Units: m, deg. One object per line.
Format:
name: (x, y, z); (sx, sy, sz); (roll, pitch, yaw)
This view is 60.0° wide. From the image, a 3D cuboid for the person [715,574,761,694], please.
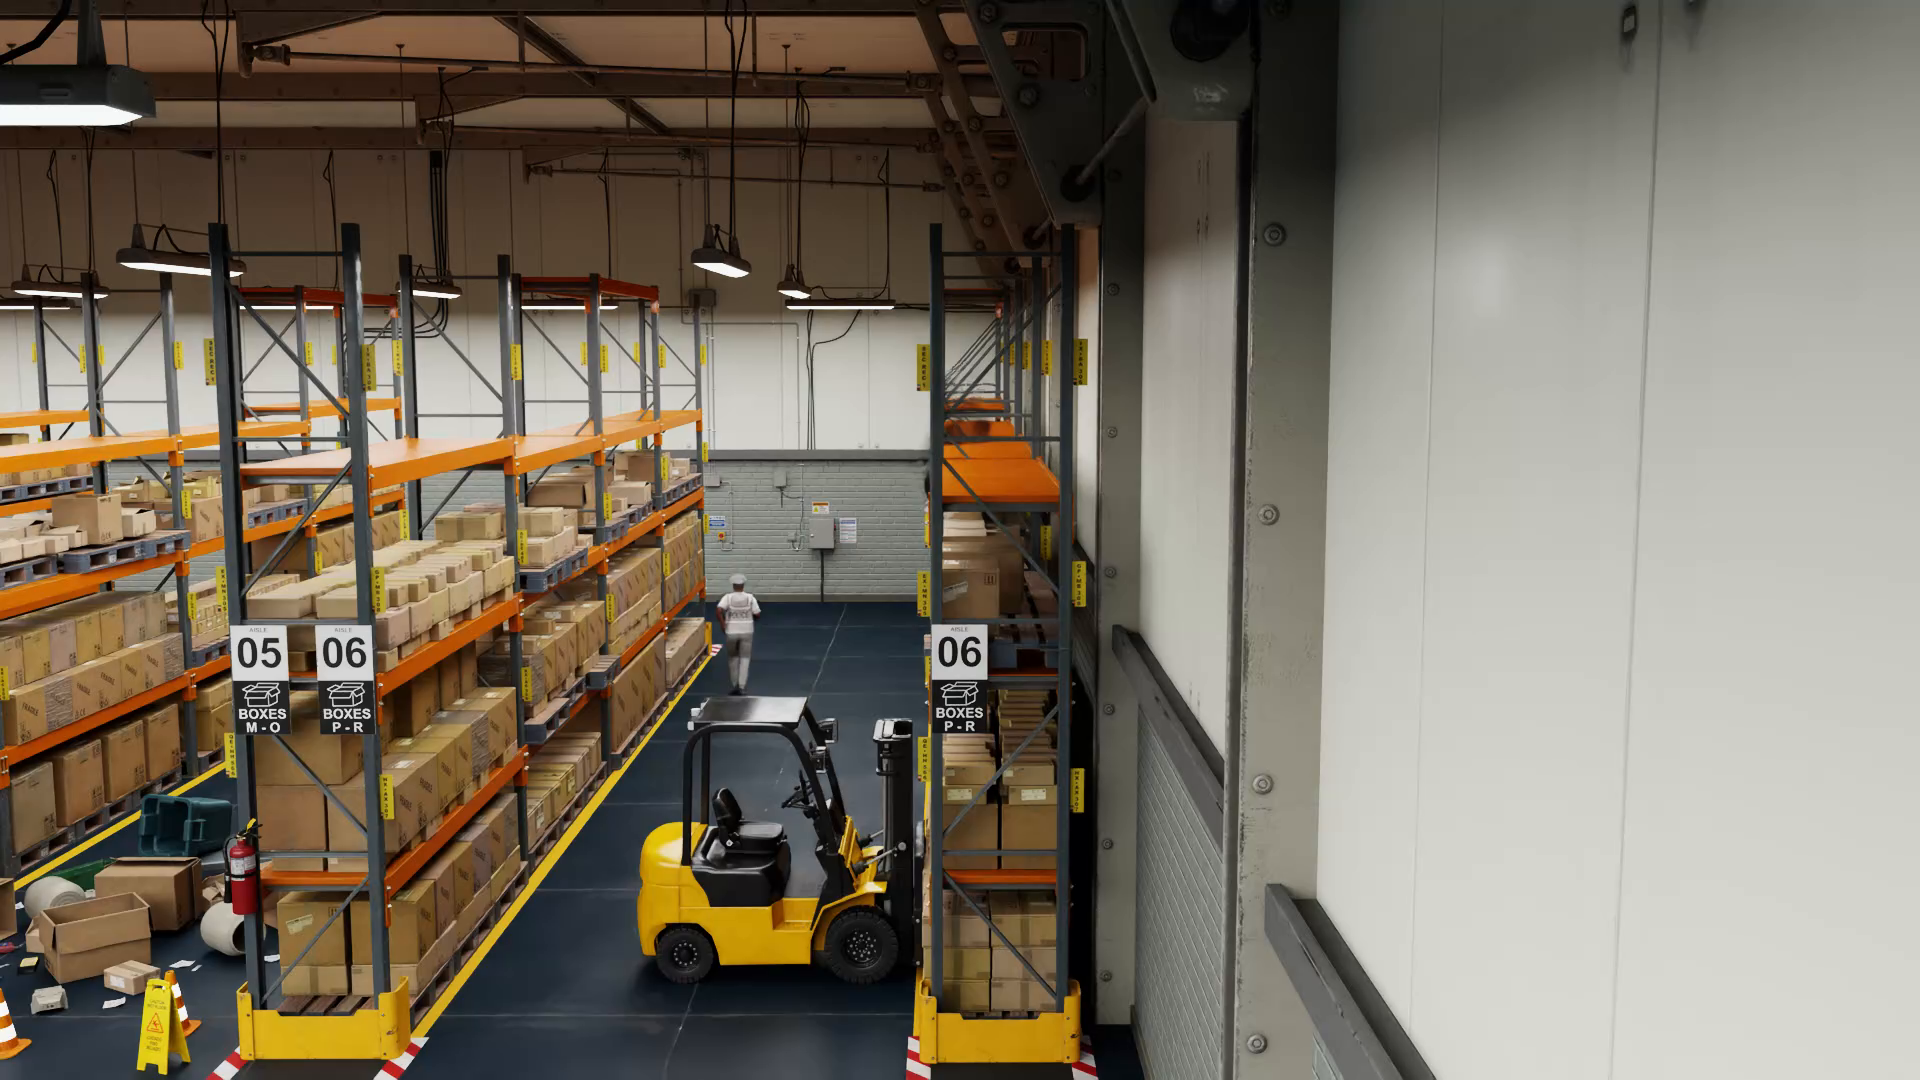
person: (-3.258, 1.415, 24.560); (0.648, 1.822, 0.851); (0, 7, -2)
